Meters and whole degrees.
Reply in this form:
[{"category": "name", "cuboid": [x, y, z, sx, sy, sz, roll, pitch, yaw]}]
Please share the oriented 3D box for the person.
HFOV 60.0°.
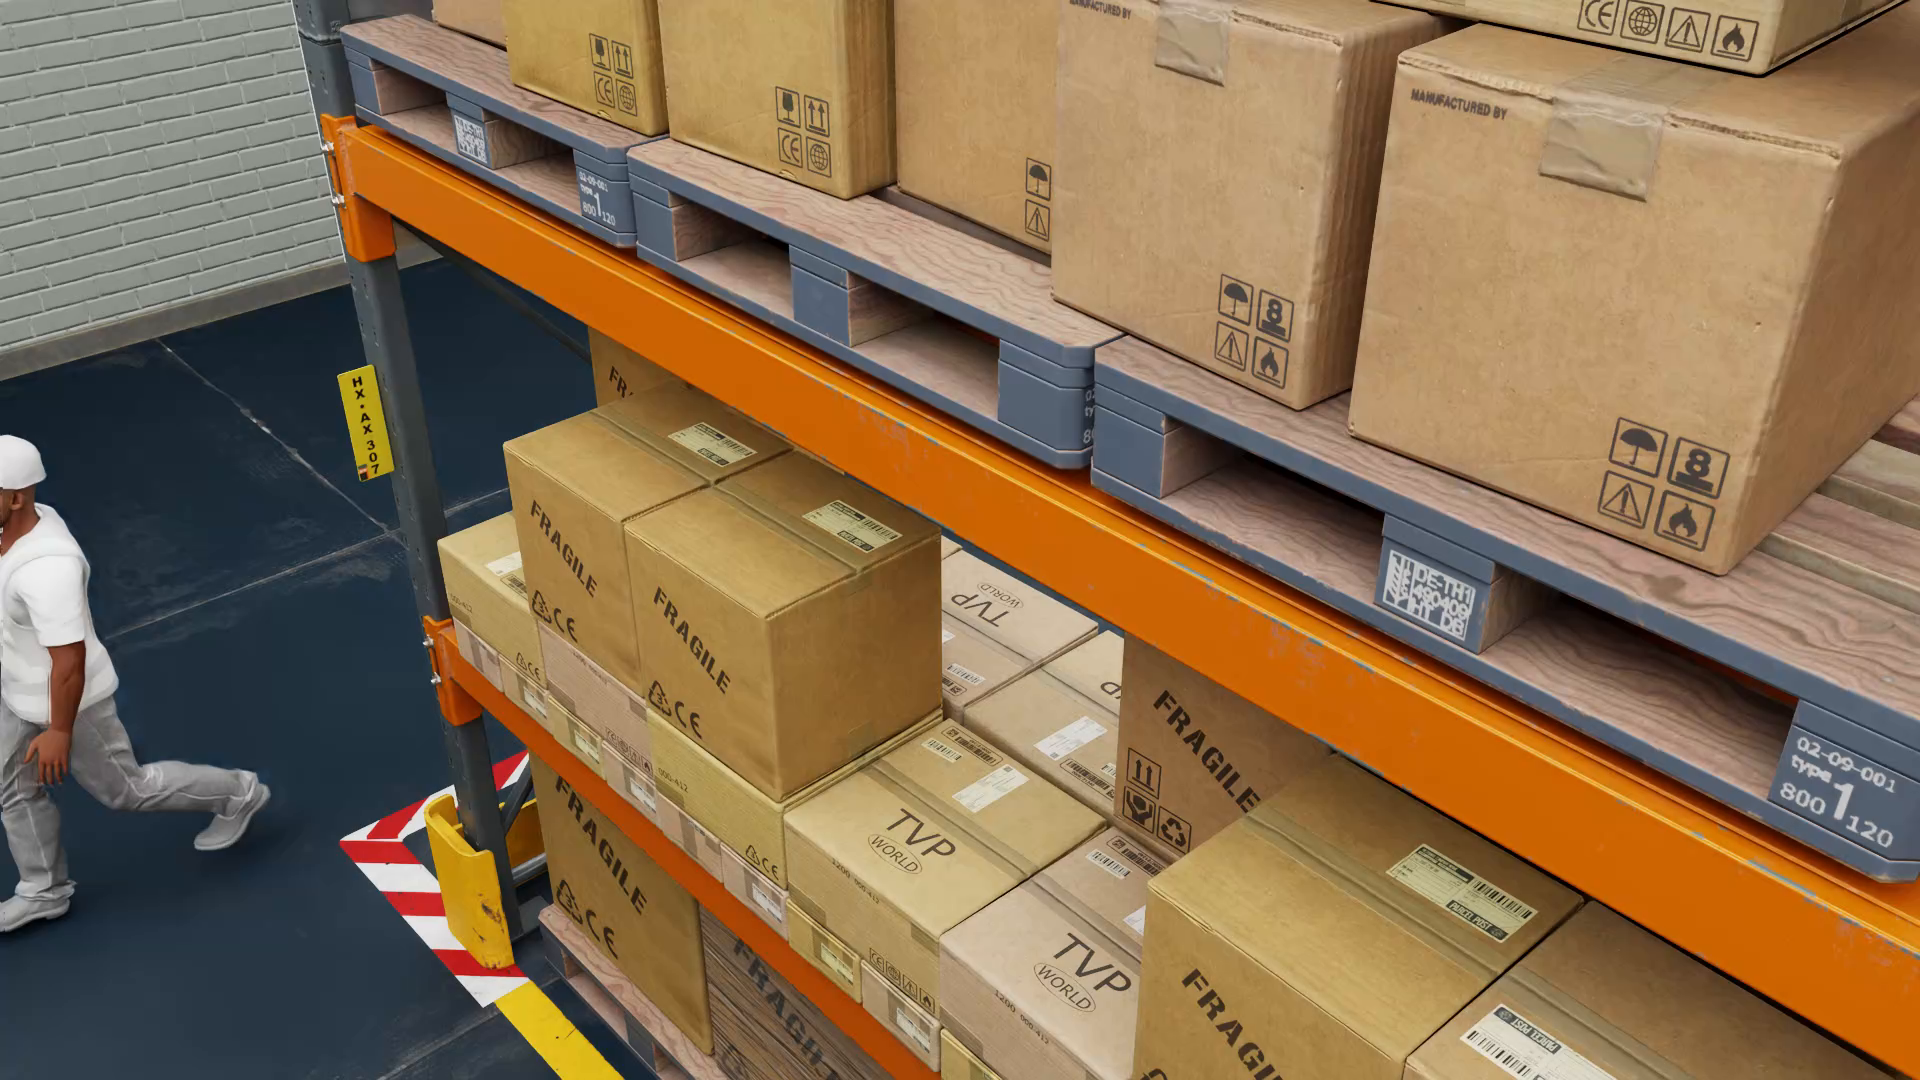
[{"category": "person", "cuboid": [-2.883, 0.469, 5.355, 0.579, 1.729, 0.986, 28, 41, 37]}]
